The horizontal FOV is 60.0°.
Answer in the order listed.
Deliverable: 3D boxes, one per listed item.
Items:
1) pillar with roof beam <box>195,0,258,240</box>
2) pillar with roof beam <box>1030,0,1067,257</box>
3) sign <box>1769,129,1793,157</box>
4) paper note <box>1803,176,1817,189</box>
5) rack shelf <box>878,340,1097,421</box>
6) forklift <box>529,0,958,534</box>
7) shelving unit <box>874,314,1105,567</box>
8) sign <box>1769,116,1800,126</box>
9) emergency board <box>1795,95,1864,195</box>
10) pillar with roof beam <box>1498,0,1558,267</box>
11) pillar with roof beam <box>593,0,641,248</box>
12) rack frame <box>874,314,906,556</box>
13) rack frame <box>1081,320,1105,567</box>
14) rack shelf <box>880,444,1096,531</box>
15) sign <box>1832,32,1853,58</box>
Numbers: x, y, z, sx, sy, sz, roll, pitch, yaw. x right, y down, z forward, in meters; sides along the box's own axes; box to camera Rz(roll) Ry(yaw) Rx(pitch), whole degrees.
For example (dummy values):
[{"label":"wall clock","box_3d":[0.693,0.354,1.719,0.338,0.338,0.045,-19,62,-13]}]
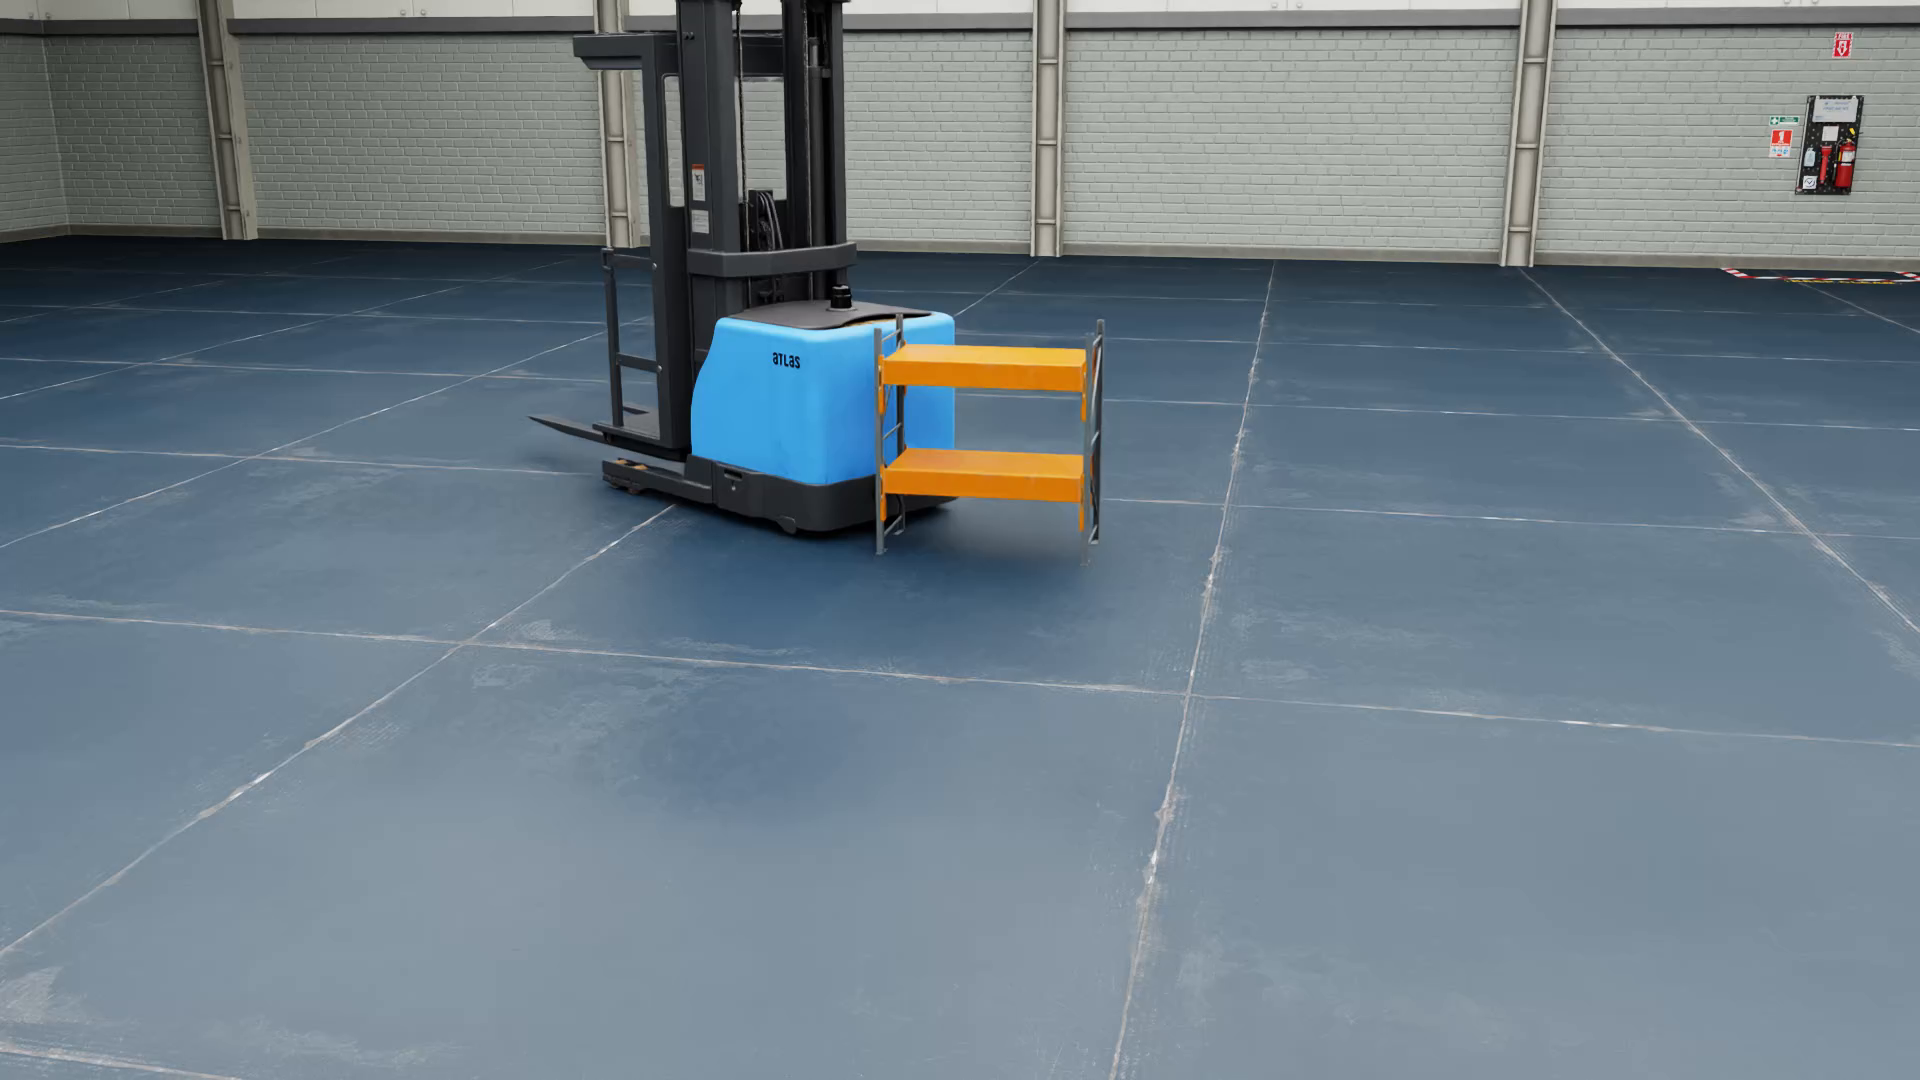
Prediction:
[{"label":"pillar with roof beam","box_3d":[-11.459,-7.651,19.254,0.400,9.000,9.100,3,16,11]},{"label":"pillar with roof beam","box_3d":[0.300,-7.012,16.949,0.400,9.000,9.100,3,16,11]},{"label":"sign","box_3d":[9.982,-4.824,20.221,0.234,0.329,0.001,3,16,11]},{"label":"paper note","box_3d":[10.343,-4.353,20.239,0.142,0.148,0.016,3,16,11]},{"label":"rack shelf","box_3d":[0.150,-0.786,8.127,1.000,0.278,0.538,3,16,11]},{"label":"forklift","box_3d":[-1.412,-1.758,9.347,3.031,2.935,1.130,15,21,43]},{"label":"shelving unit","box_3d":[0.150,-0.504,8.205,1.048,1.125,0.538,3,16,11]},{"label":"sign","box_3d":[9.985,-5.077,20.141,0.331,0.109,0.001,3,16,11]},{"label":"emergency board","box_3d":[10.503,-4.750,20.022,0.643,1.169,0.194,3,16,11]},{"label":"pillar with roof beam","box_3d":[6.180,-6.693,15.797,0.400,9.000,9.100,3,16,11]},{"label":"pillar with roof beam","box_3d":[-5.580,-7.331,18.102,0.400,9.000,9.100,3,16,11]},{"label":"rack frame","box_3d":[-0.348,-0.531,8.301,0.032,1.125,0.500,3,16,11]},{"label":"rack frame","box_3d":[0.649,-0.478,8.110,0.032,1.125,0.500,3,16,11]},{"label":"rack shelf","box_3d":[0.150,-0.269,8.271,1.000,0.278,0.538,3,16,11]},{"label":"sign","box_3d":[10.515,-5.894,19.808,0.199,0.298,0.001,3,16,11]}]
